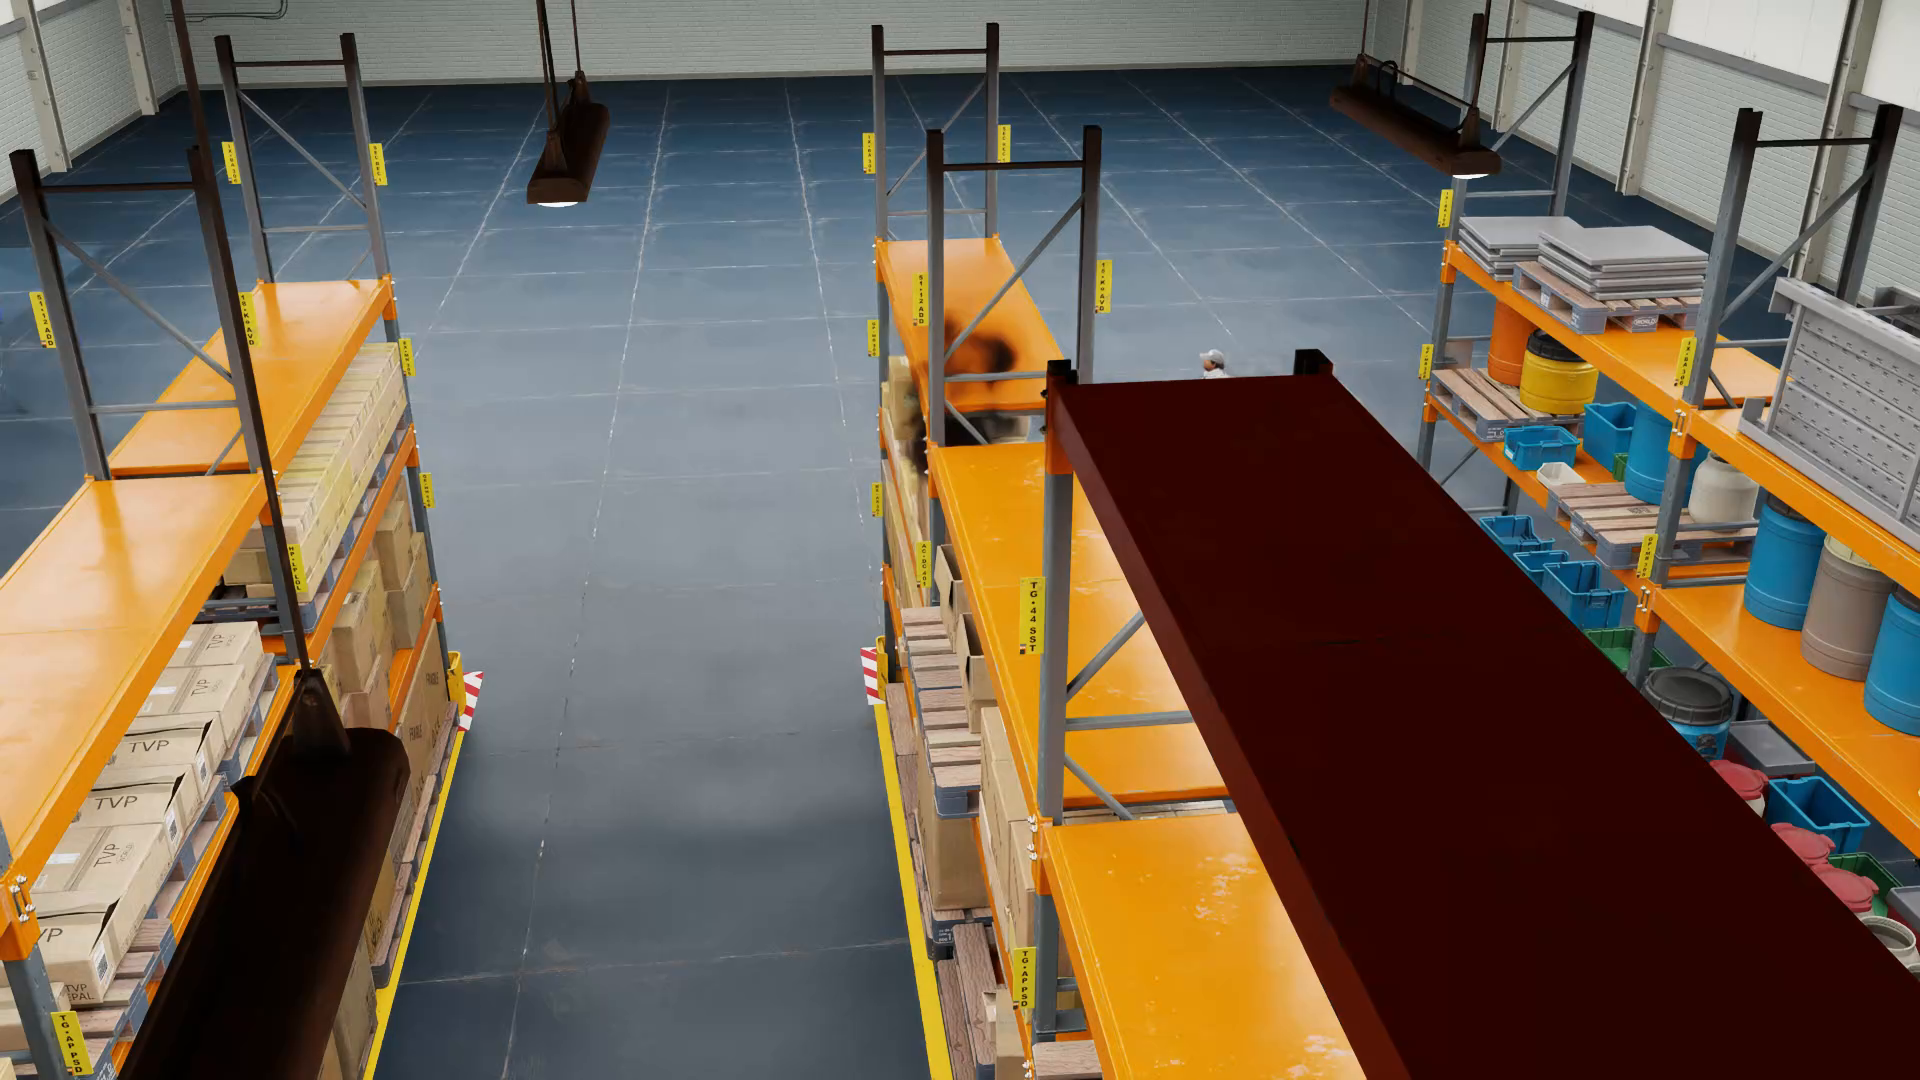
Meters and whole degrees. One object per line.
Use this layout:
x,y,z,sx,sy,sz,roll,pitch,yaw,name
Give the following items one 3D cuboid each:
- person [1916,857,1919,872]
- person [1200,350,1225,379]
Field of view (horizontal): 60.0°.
7.296,2.132,12.006,0.659,1.795,0.682,-5,26,-11,person
2.912,-1.424,19.588,0.690,1.690,0.594,6,26,13,person
